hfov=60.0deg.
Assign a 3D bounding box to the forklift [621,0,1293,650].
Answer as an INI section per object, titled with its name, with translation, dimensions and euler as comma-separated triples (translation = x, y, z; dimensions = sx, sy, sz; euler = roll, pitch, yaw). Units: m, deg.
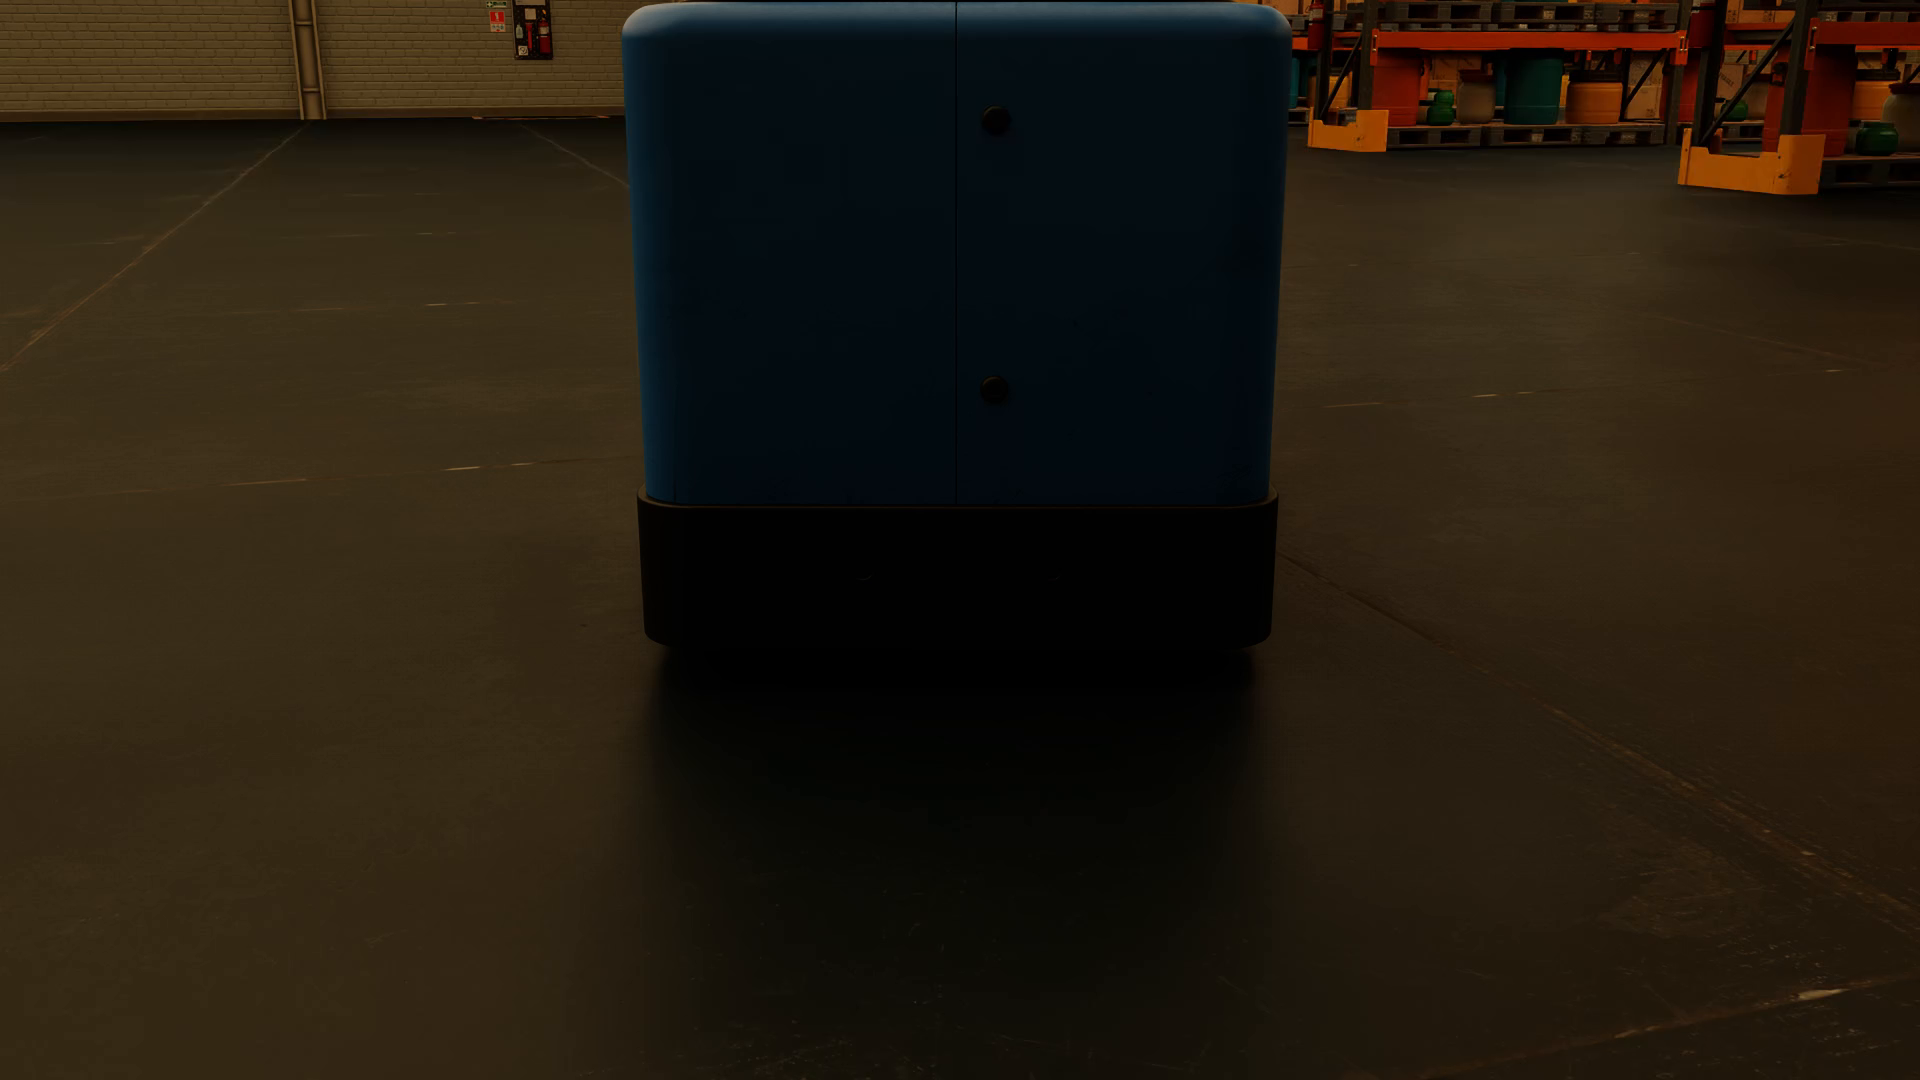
[forklift]
translation = 0.004, -1.583, 3.759
dimensions = 1.130, 2.935, 3.031
euler = 0, 16, 0
